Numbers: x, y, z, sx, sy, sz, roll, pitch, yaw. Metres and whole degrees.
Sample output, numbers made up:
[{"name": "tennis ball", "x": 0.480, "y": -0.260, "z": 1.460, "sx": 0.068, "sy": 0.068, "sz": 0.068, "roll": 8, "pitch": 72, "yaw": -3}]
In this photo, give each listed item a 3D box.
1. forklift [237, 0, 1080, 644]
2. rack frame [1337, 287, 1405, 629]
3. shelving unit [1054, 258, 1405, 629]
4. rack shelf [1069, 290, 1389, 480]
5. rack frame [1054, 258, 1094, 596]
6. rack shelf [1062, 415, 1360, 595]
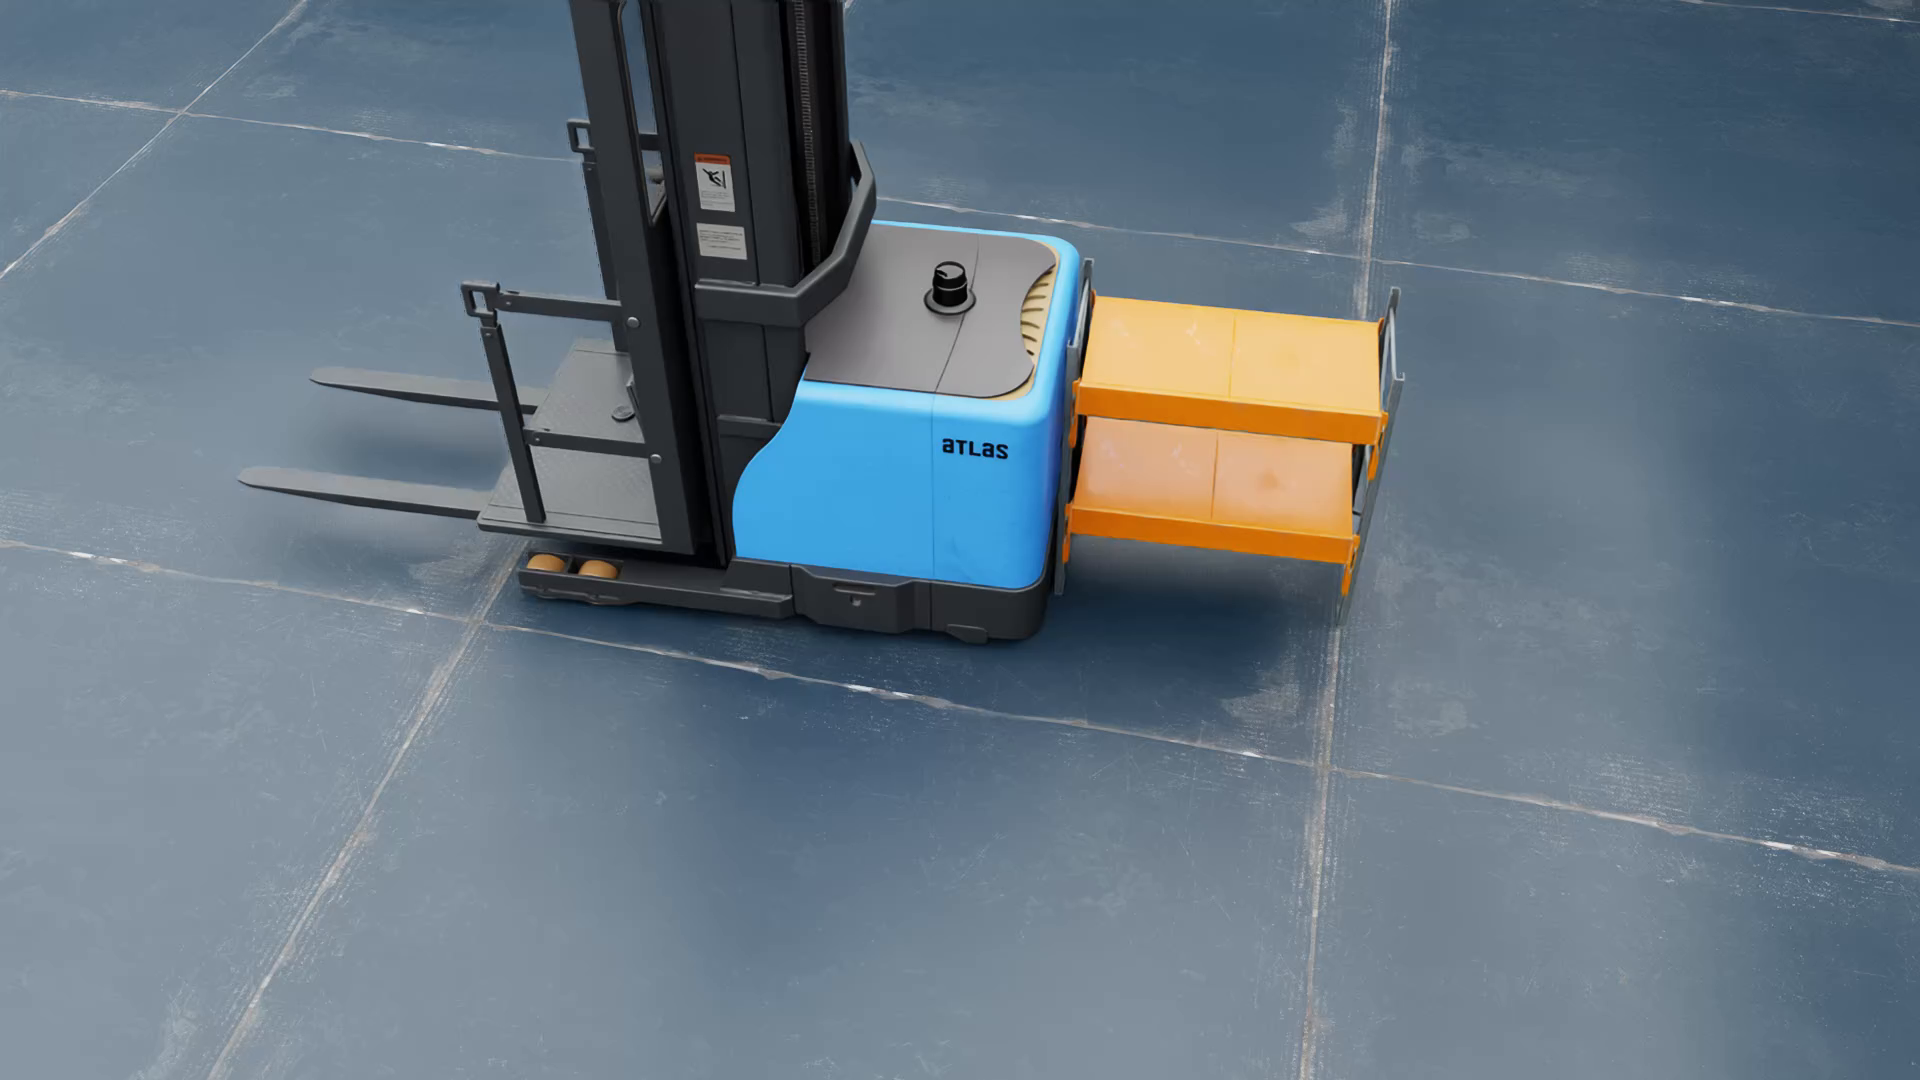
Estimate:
[{"name": "forklift", "x": -1.134, "y": -1.176, "z": 5.358, "sx": 3.031, "sy": 2.935, "sz": 1.130, "roll": 7, "pitch": 44, "yaw": 7}, {"name": "rack frame", "x": 1.399, "y": -0.260, "z": 5.709, "sx": 0.032, "sy": 1.125, "sz": 0.500, "roll": 7, "pitch": 44, "yaw": 7}, {"name": "shelving unit", "x": 0.898, "y": -0.317, "z": 5.768, "sx": 1.048, "sy": 1.125, "sz": 0.538, "roll": 7, "pitch": 44, "yaw": 7}, {"name": "rack shelf", "x": 0.898, "y": -0.528, "z": 5.565, "sx": 1.000, "sy": 0.278, "sz": 0.538, "roll": 7, "pitch": 44, "yaw": 7}, {"name": "rack frame", "x": 0.396, "y": -0.375, "z": 5.828, "sx": 0.032, "sy": 1.125, "sz": 0.500, "roll": 7, "pitch": 44, "yaw": 7}, {"name": "rack shelf", "x": 0.898, "y": -0.141, "z": 5.938, "sx": 1.000, "sy": 0.278, "sz": 0.538, "roll": 7, "pitch": 44, "yaw": 7}]
